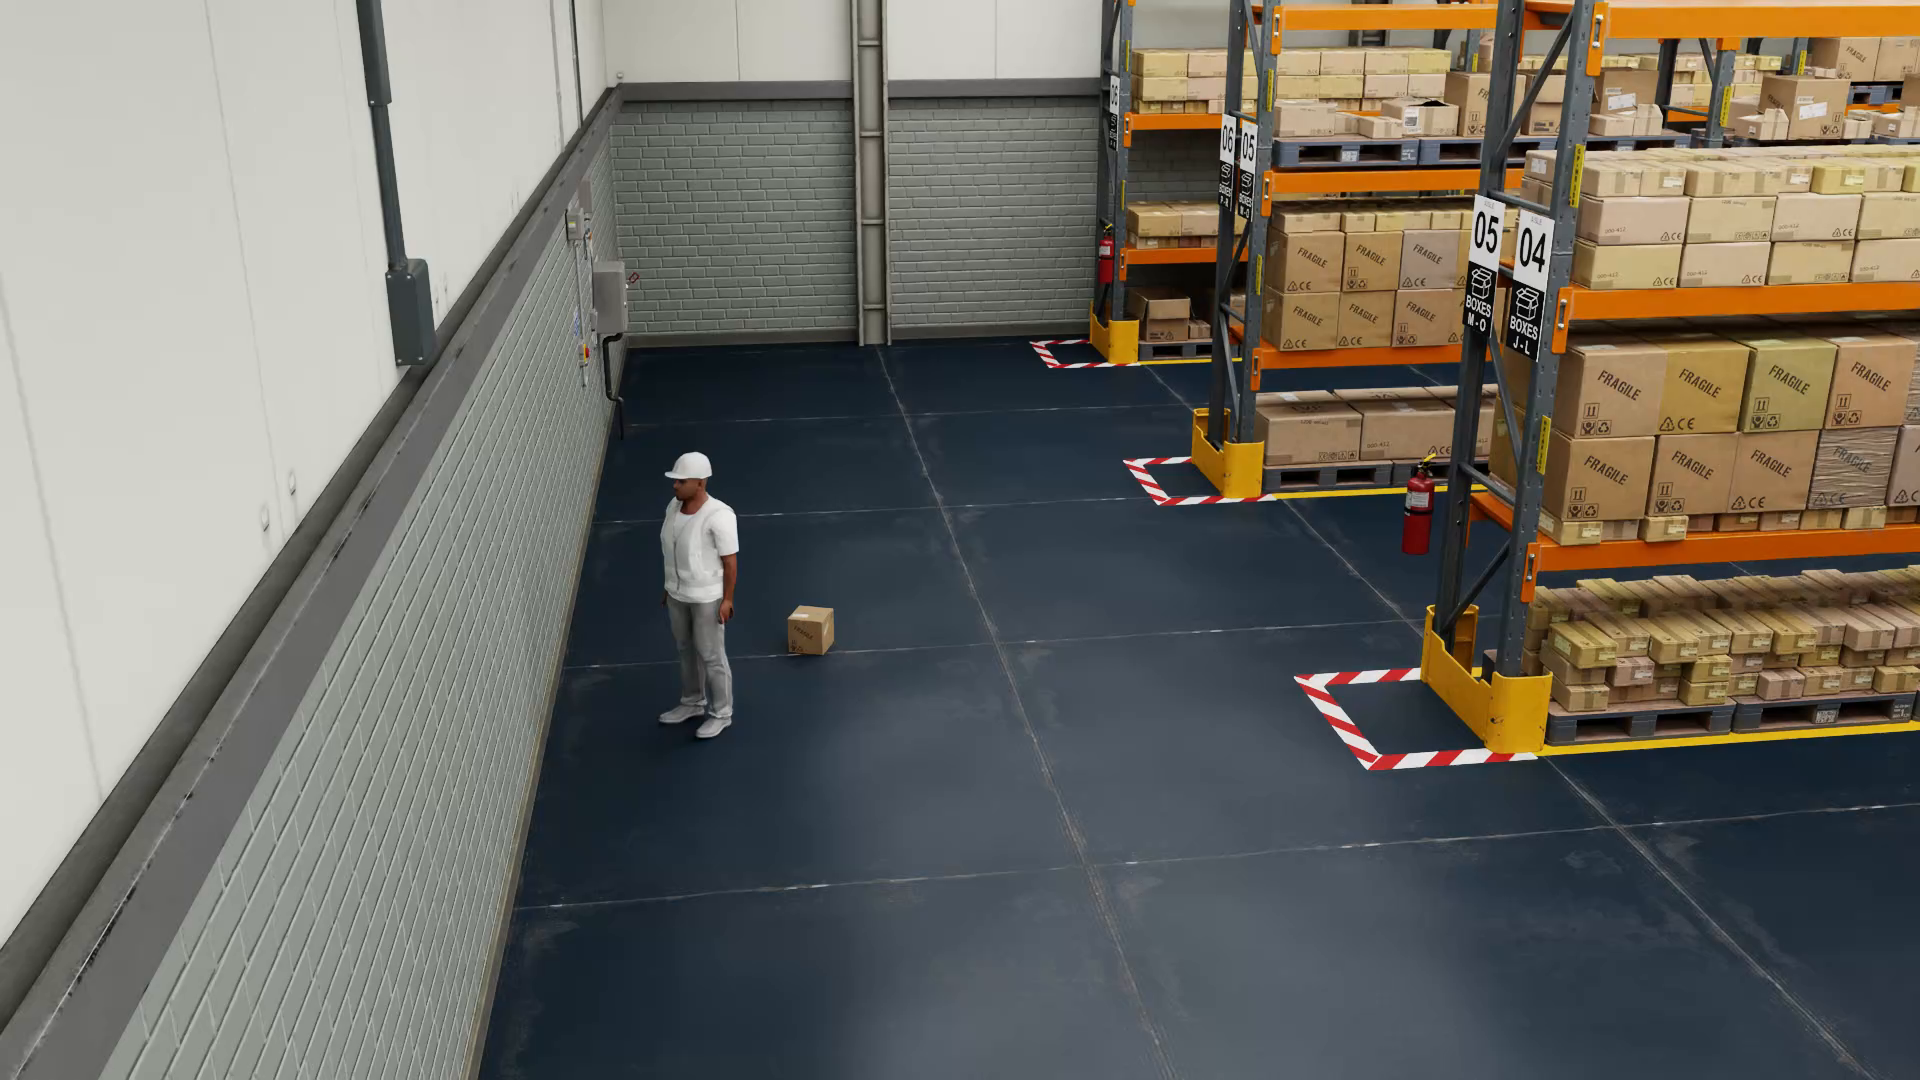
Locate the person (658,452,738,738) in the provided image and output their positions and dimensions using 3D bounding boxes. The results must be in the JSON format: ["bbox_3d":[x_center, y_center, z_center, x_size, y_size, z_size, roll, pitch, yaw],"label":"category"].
[{"bbox_3d":[-1.609,0.327,10.126,0.566,1.771,0.363,15,25,36],"label":"person"}]
